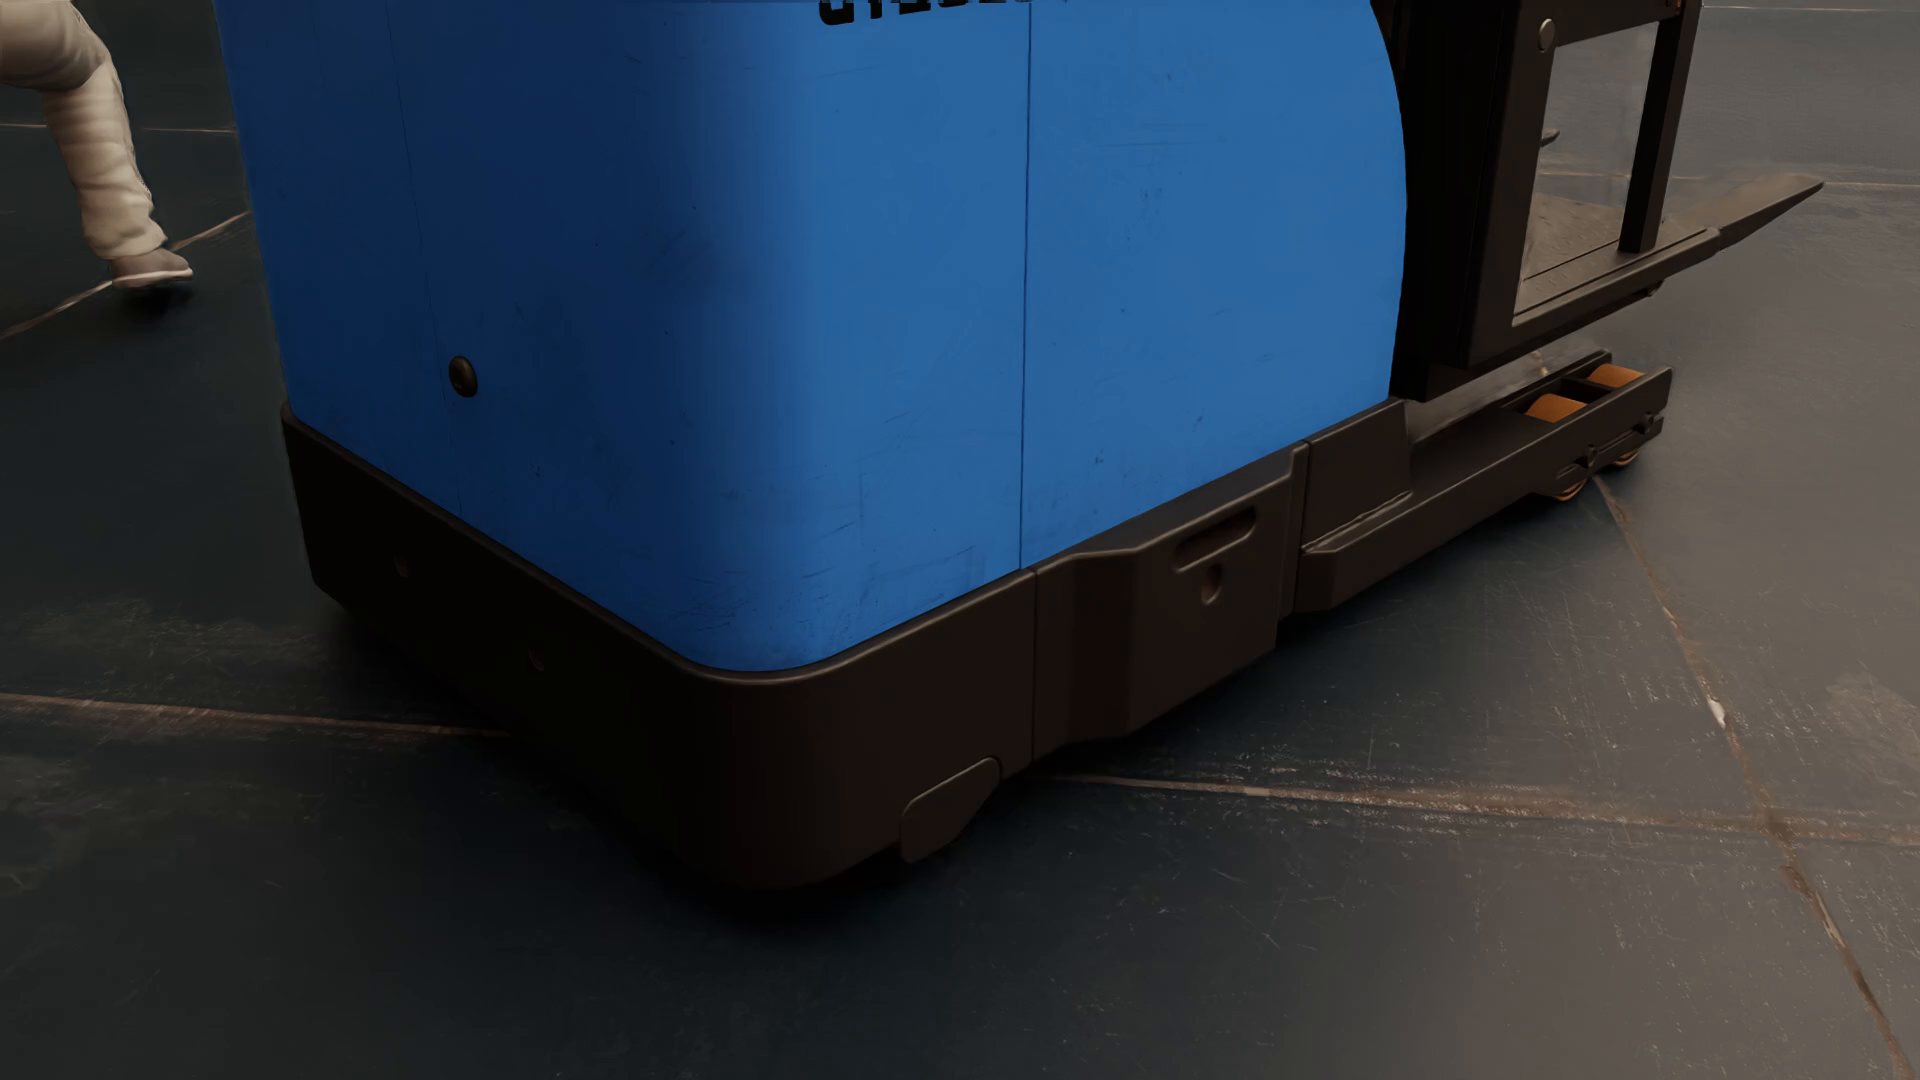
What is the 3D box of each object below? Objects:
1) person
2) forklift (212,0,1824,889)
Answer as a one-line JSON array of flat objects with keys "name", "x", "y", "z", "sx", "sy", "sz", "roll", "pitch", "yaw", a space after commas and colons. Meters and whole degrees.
[{"name": "person", "x": -1.926, "y": -1.069, "z": 3.126, "sx": 0.745, "sy": 1.428, "sz": 0.875, "roll": -6, "pitch": 27, "yaw": -12}, {"name": "forklift", "x": 0.527, "y": -1.520, "z": 2.264, "sx": 3.031, "sy": 2.935, "sz": 1.130, "roll": -23, "pitch": 35, "yaw": -39}]
